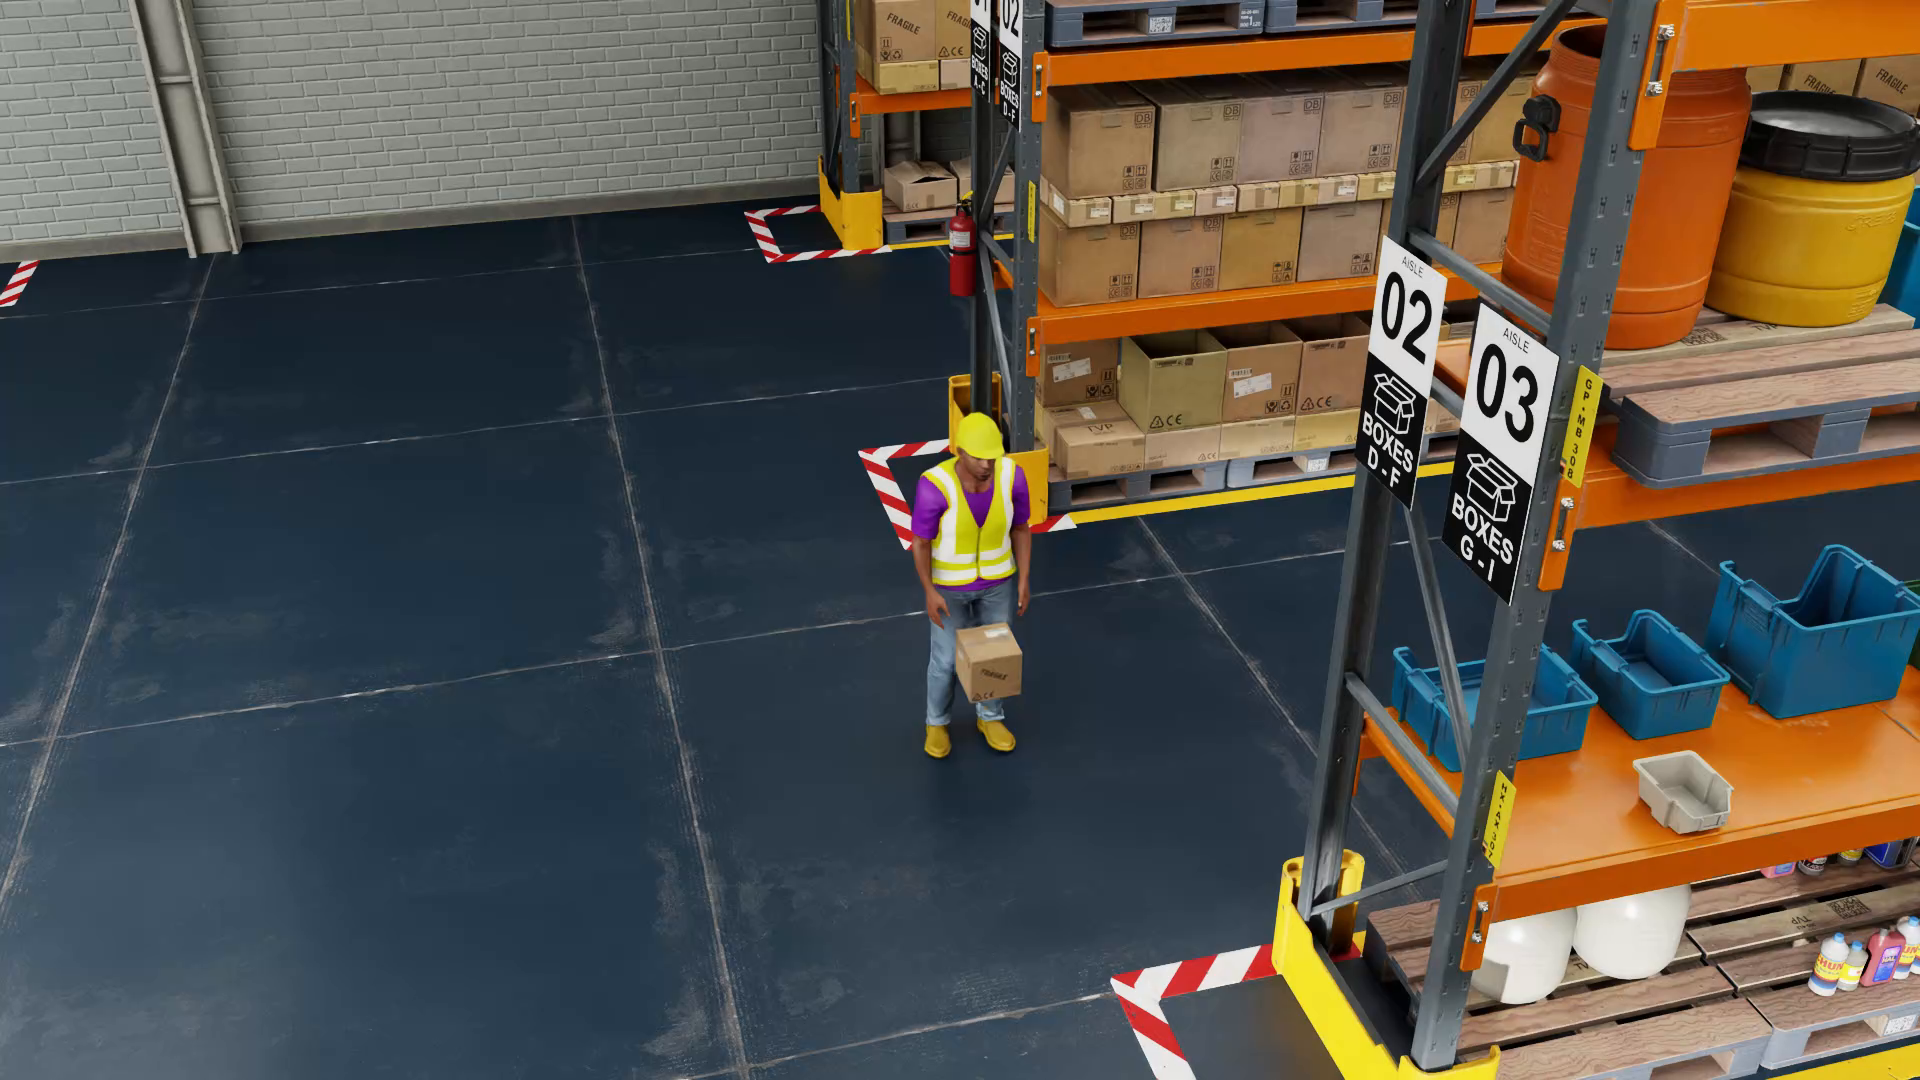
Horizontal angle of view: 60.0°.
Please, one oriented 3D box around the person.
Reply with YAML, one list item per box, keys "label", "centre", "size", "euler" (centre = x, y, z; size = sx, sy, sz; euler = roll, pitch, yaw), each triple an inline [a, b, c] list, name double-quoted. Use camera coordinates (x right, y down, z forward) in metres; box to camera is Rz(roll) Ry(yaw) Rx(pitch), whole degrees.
- label: "person"
  centre: [0.065, 0.202, 7.872]
  size: [0.586, 1.762, 0.457]
  euler: [-9, 31, -14]
